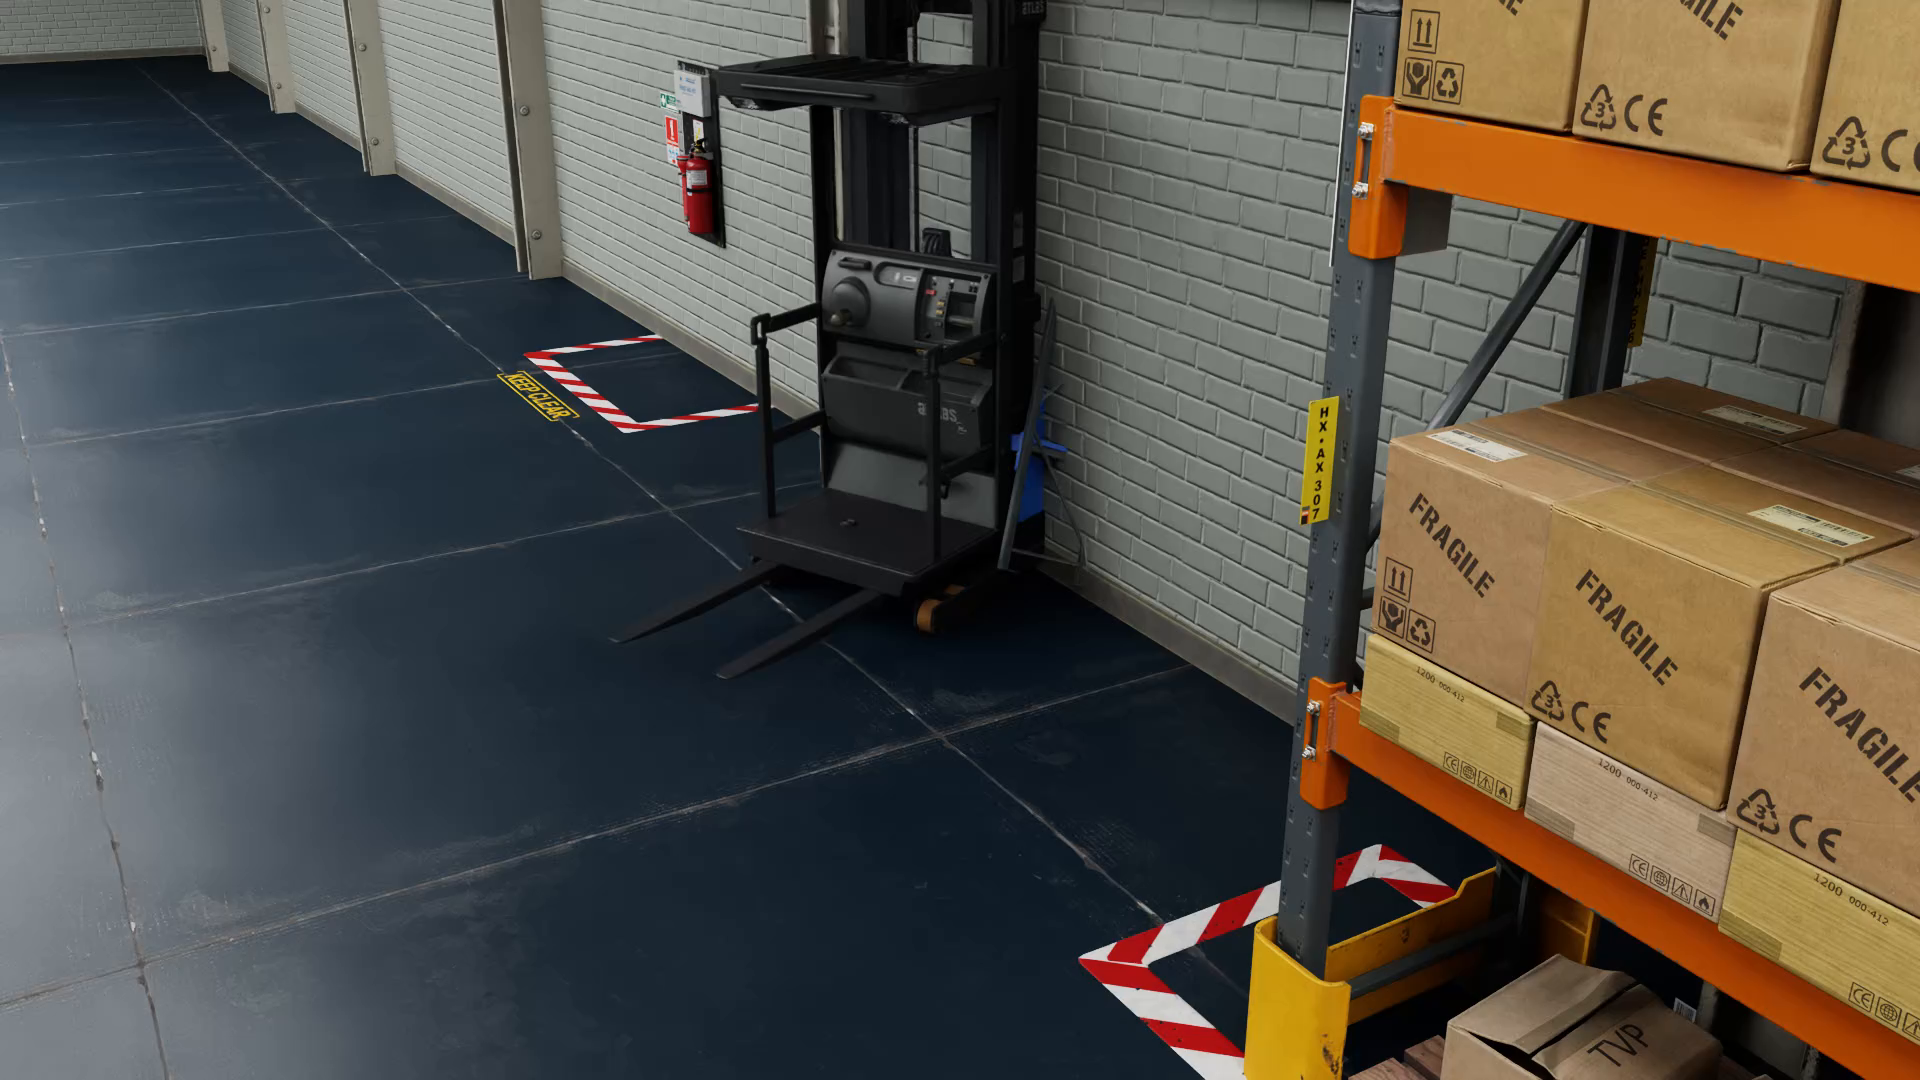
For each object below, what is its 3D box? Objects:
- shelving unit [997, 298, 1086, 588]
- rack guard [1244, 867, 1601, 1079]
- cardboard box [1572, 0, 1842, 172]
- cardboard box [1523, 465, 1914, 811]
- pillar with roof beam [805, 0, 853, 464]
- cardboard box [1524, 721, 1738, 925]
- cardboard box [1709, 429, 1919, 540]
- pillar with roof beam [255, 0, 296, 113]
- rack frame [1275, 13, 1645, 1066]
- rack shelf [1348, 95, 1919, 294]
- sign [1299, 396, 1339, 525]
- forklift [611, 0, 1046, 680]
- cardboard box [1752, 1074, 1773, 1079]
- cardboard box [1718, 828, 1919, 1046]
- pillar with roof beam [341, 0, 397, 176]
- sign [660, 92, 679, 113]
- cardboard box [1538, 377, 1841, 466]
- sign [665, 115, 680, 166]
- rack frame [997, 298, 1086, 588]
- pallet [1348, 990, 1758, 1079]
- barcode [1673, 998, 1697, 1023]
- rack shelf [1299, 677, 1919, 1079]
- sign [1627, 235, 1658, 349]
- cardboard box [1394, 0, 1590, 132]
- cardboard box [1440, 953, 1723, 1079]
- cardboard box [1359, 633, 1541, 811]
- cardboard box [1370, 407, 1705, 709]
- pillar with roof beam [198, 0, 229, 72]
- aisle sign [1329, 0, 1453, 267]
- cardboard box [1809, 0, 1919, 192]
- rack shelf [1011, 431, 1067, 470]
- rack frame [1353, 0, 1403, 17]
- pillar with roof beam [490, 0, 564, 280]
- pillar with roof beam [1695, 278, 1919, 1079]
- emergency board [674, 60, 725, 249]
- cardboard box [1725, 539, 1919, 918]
[{"bbox_3d":[0.259,-0.582,8.437,0.538,1.500,1.048,13,-3,-33],"label":"shelving unit"},{"bbox_3d":[1.407,1.282,4.993,1.175,0.500,0.348,-13,25,-28],"label":"rack guard"},{"bbox_3d":[1.568,-1.009,3.166,0.500,0.500,0.500,-11,24,-25],"label":"cardboard box"},{"bbox_3d":[1.597,0.187,3.546,0.500,0.500,0.500,-13,25,-28],"label":"cardboard box"},{"bbox_3d":[-4.297,-3.734,6.047,9.100,9.000,0.400,-13,25,-28],"label":"pillar with roof beam"},{"bbox_3d":[1.622,0.544,3.662,0.500,0.250,0.500,-13,26,-30],"label":"cardboard box"},{"bbox_3d":[2.040,0.089,3.786,0.500,0.500,0.500,-12,25,-28],"label":"cardboard box"},{"bbox_3d":[-13.491,-9.560,20.382,9.100,9.000,0.400,-13,25,-28],"label":"pillar with roof beam"},{"bbox_3d":[1.368,0.100,4.583,1.000,3.000,0.127,-13,25,-28],"label":"rack frame"},{"bbox_3d":[2.390,-0.309,2.561,1.077,0.370,4.000,-13,25,-28],"label":"rack shelf"},{"bbox_3d":[0.902,-0.197,4.163,0.100,0.325,0.005,-13,25,-28],"label":"sign"},{"bbox_3d":[-0.377,-1.123,7.681,1.130,2.935,3.031,14,26,31],"label":"forklift"},{"bbox_3d":[1.935,1.567,3.959,0.500,0.311,0.500,-10,24,-24],"label":"cardboard box"},{"bbox_3d":[1.877,0.710,3.253,0.500,0.250,0.500,-13,26,-29],"label":"cardboard box"},{"bbox_3d":[-10.426,-7.618,15.604,9.100,9.000,0.400,-13,25,-28],"label":"pillar with roof beam"},{"bbox_3d":[-2.024,-3.048,11.574,0.001,0.109,0.331,-13,25,-28],"label":"sign"},{"bbox_3d":[1.792,-0.076,4.192,0.500,0.500,0.500,-13,25,-29],"label":"cardboard box"},{"bbox_3d":[-2.019,-2.805,11.682,0.001,0.329,0.234,-13,25,-28],"label":"sign"},{"bbox_3d":[0.532,-0.550,8.010,0.500,1.500,0.032,13,-3,-33],"label":"rack frame"},{"bbox_3d":[1.791,1.686,4.384,1.003,0.211,1.213,-13,25,-28],"label":"pallet"},{"bbox_3d":[1.997,1.307,4.586,0.001,0.075,0.075,-13,25,-28],"label":"barcode"},{"bbox_3d":[2.390,1.080,3.126,1.077,0.370,4.000,-13,25,-28],"label":"rack shelf"},{"bbox_3d":[1.855,-0.684,4.552,0.100,0.325,0.005,-13,25,-28],"label":"sign"},{"bbox_3d":[1.324,-1.189,3.611,0.500,0.500,0.500,-12,25,-27],"label":"cardboard box"},{"bbox_3d":[1.644,1.383,4.413,0.500,0.311,0.500,-16,27,-34],"label":"cardboard box"},{"bbox_3d":[1.344,0.379,4.069,0.500,0.250,0.500,-13,26,-30],"label":"cardboard box"},{"bbox_3d":[1.354,0.025,3.944,0.500,0.500,0.500,-13,25,-28],"label":"cardboard box"},{"bbox_3d":[-16.556,-11.503,25.161,9.100,9.000,0.400,-13,25,-28],"label":"pillar with roof beam"},{"bbox_3d":[1.073,-1.070,4.009,0.394,0.787,0.004,-13,25,-28],"label":"aisle sign"},{"bbox_3d":[1.836,-0.841,2.755,0.500,0.500,0.500,-11,25,-26],"label":"cardboard box"},{"bbox_3d":[0.224,-0.406,8.428,0.538,0.185,1.000,13,-3,-33],"label":"rack shelf"},{"bbox_3d":[1.368,-2.680,3.453,1.000,3.000,0.127,-13,25,-28],"label":"rack frame"},{"bbox_3d":[-7.361,-5.676,10.825,9.100,9.000,0.400,-13,25,-28],"label":"pillar with roof beam"},{"bbox_3d":[-1.232,-1.791,1.268,9.100,9.000,0.400,-13,25,-28],"label":"pillar with roof beam"},{"bbox_3d":[-1.825,-2.590,11.200,0.194,1.169,0.643,-13,25,-28],"label":"emergency board"},{"bbox_3d":[1.856,0.355,3.131,0.500,0.500,0.500,-14,26,-30],"label":"cardboard box"}]
